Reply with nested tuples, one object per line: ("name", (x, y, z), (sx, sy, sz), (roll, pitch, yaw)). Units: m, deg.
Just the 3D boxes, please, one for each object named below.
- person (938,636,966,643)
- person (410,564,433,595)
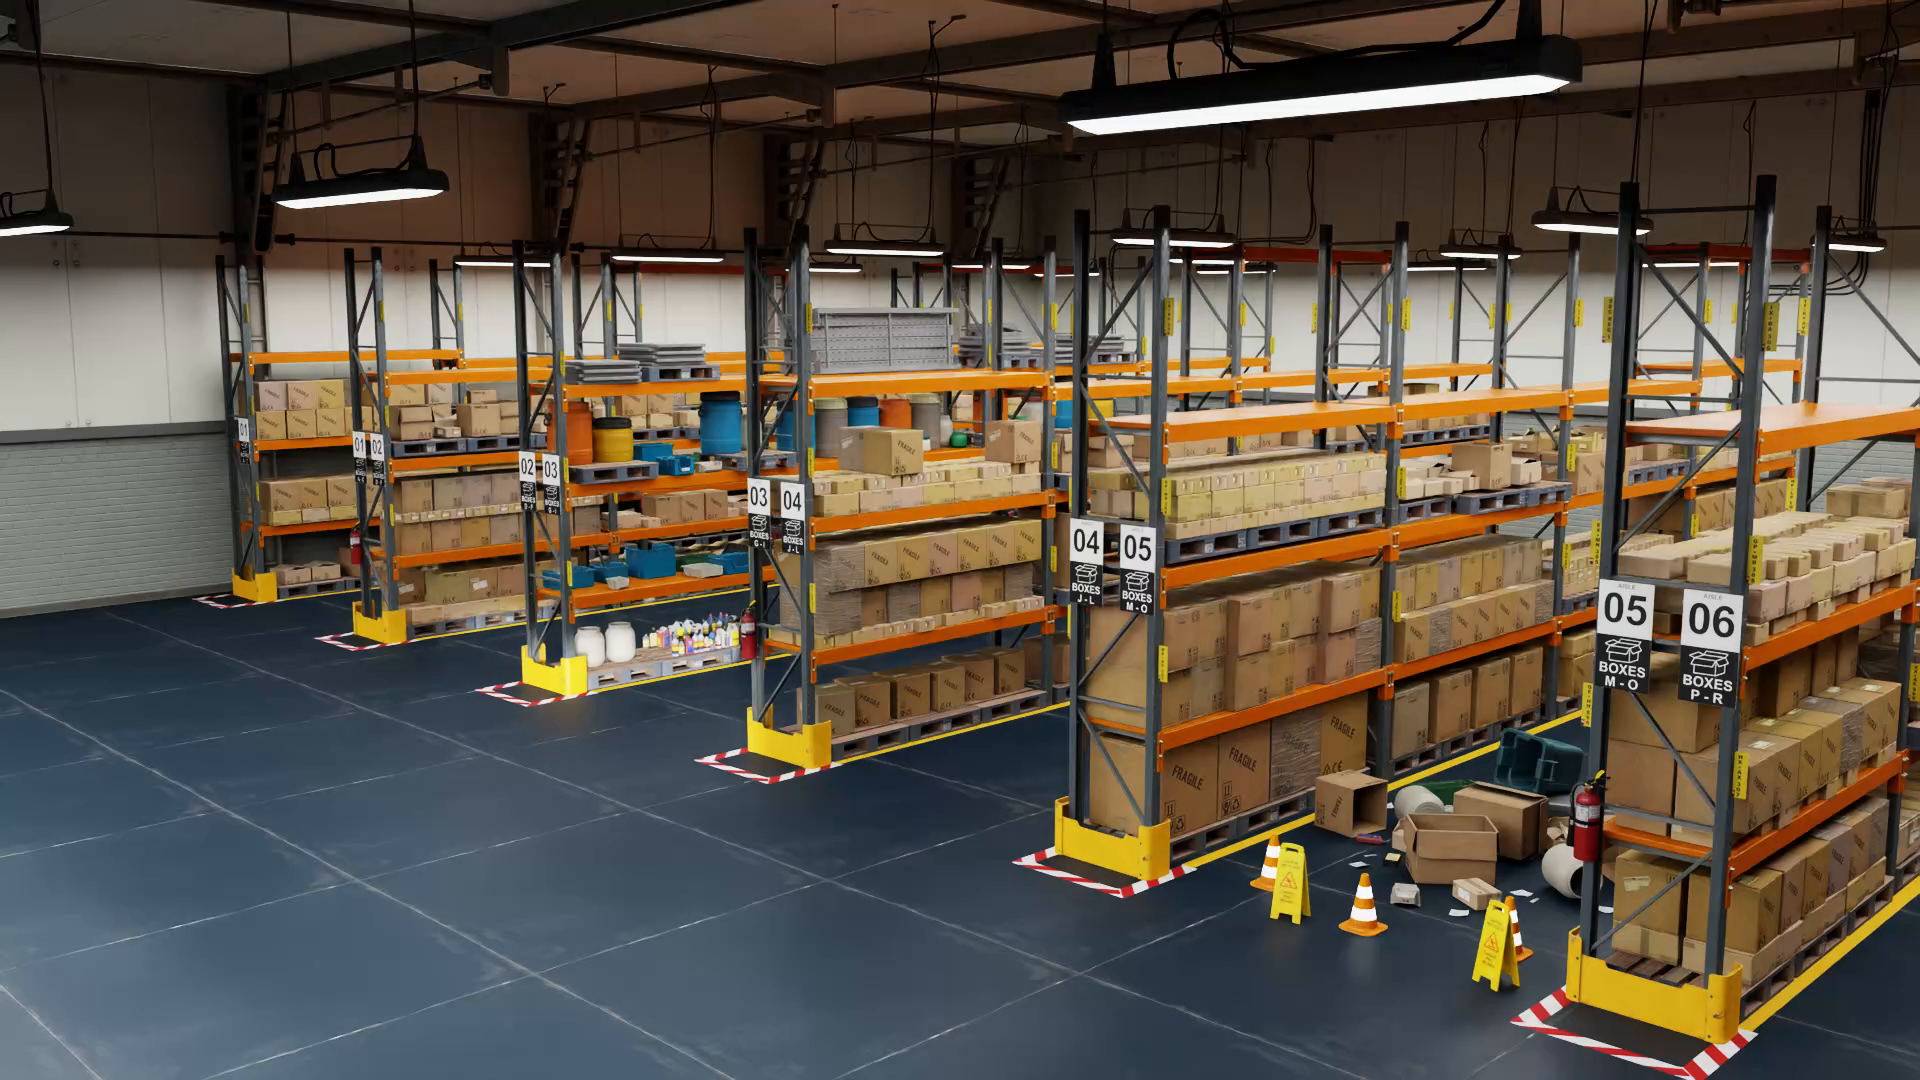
("person", (-0.168, 0.693, 25.584), (0.617, 1.745, 0.598), (-5, 10, -32))
("person", (-9.200, 0.353, 27.848), (0.522, 1.735, 0.962), (6, 10, 35))
